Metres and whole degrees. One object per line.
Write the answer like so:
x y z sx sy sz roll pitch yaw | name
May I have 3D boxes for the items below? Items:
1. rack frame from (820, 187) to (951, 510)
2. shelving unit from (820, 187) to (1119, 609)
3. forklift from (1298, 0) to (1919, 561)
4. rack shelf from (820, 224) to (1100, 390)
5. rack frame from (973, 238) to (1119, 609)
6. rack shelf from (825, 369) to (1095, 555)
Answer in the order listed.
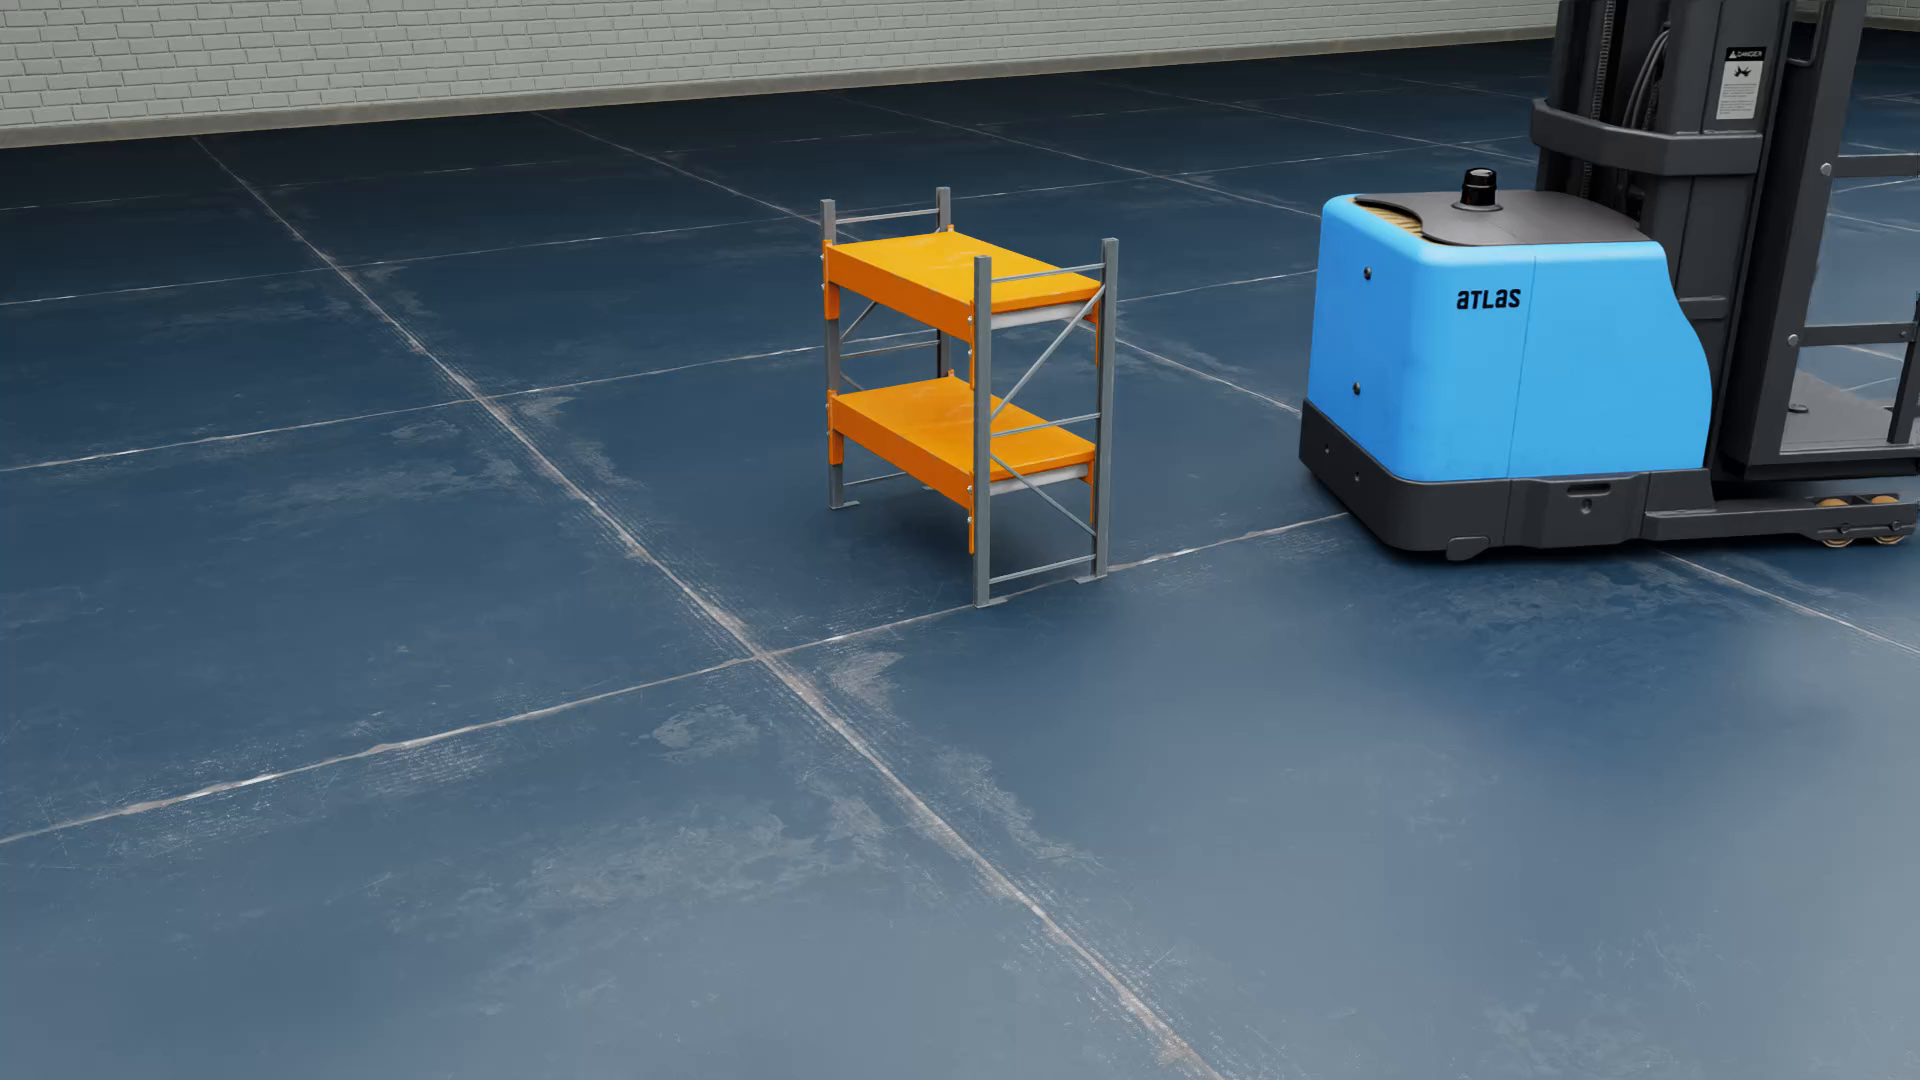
-0.256 -0.683 5.999 0.500 1.125 0.032 -13 25 -28 | rack frame
0.003 -0.519 5.594 0.538 1.125 1.048 -13 25 -28 | shelving unit
2.863 -1.525 5.671 3.031 2.935 1.130 -3 22 -8 | forklift
0.003 -0.790 5.484 0.538 0.278 1.000 -13 25 -28 | rack shelf
0.263 -0.354 5.189 0.500 1.125 0.032 -13 25 -28 | rack frame
0.003 -0.292 5.686 0.538 0.278 1.000 -13 25 -28 | rack shelf
